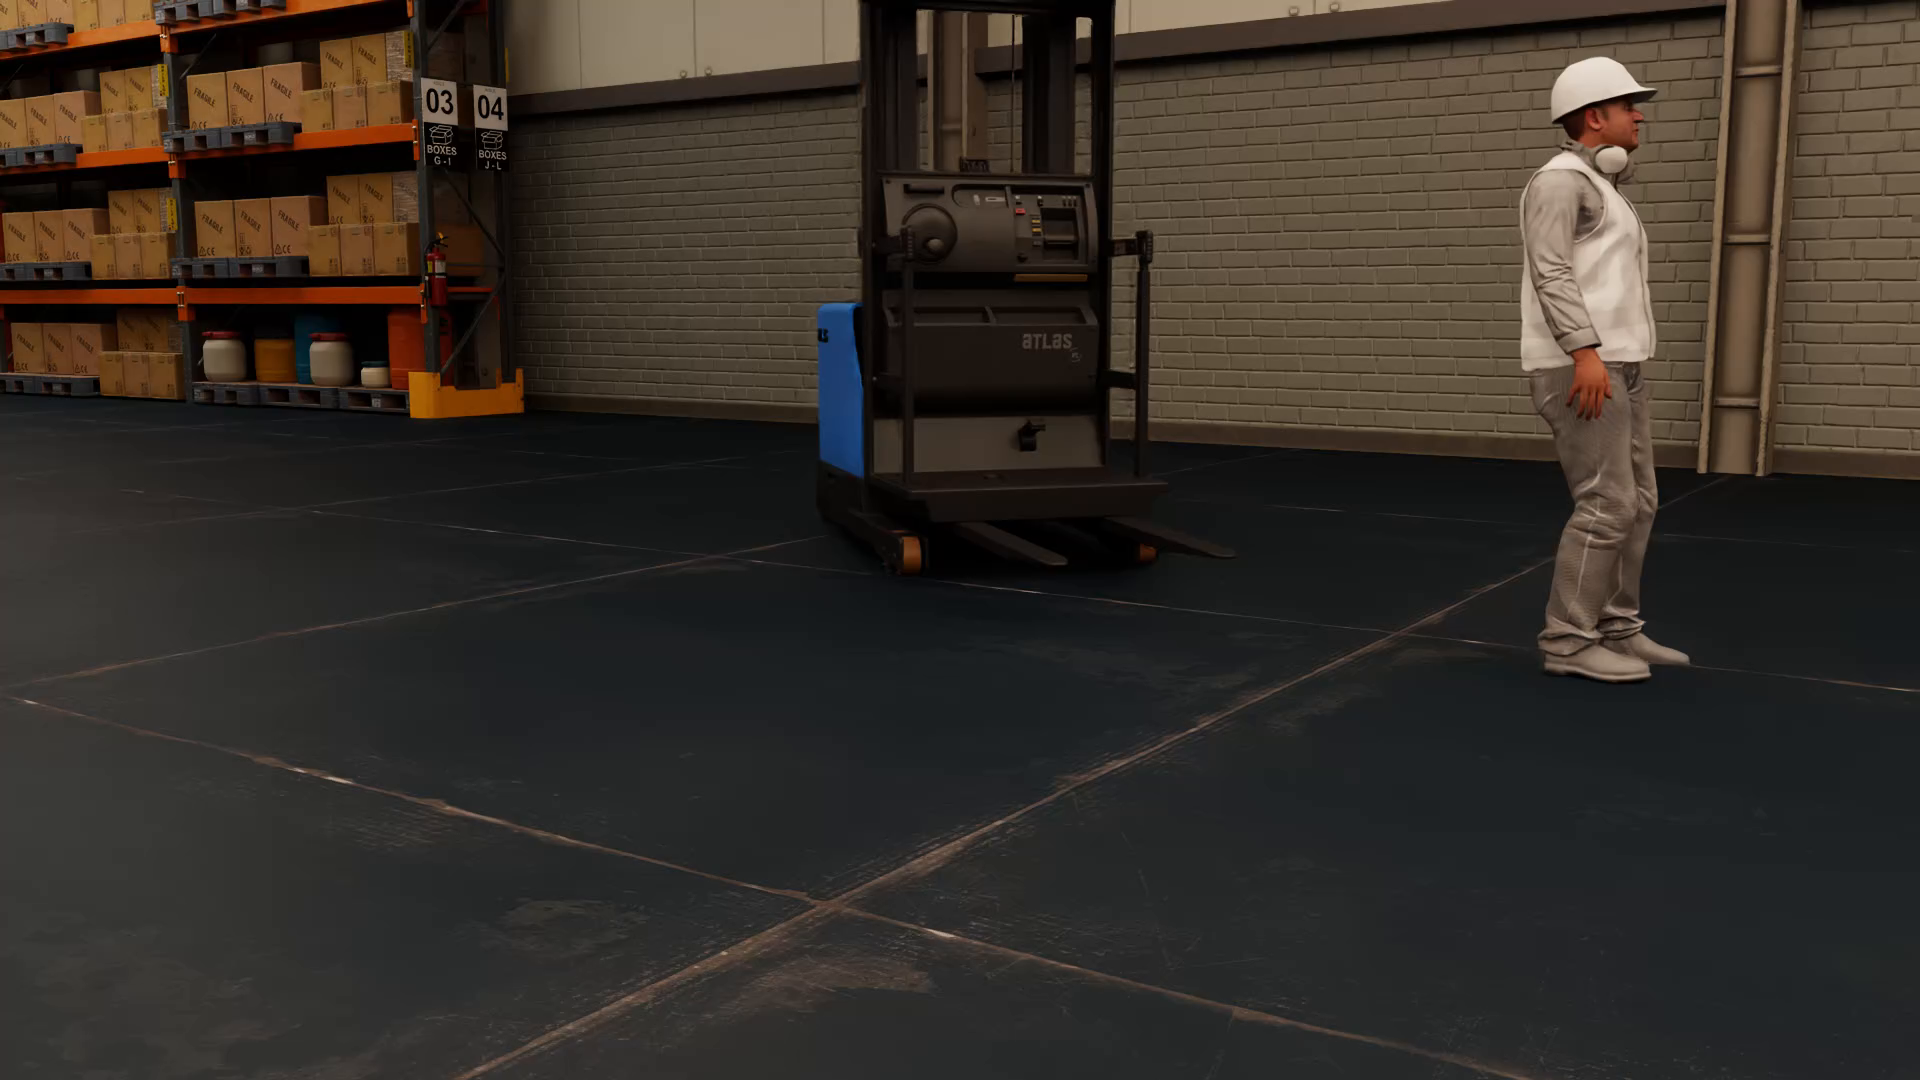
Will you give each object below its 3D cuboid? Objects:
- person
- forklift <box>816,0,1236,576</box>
[{"bbox_3d":[1.889,-0.493,4.853,0.497,1.794,0.606,5,10,32],"label":"person"},{"bbox_3d":[0.194,-1.367,6.809,1.130,2.935,3.031,-2,8,-16],"label":"forklift"}]
